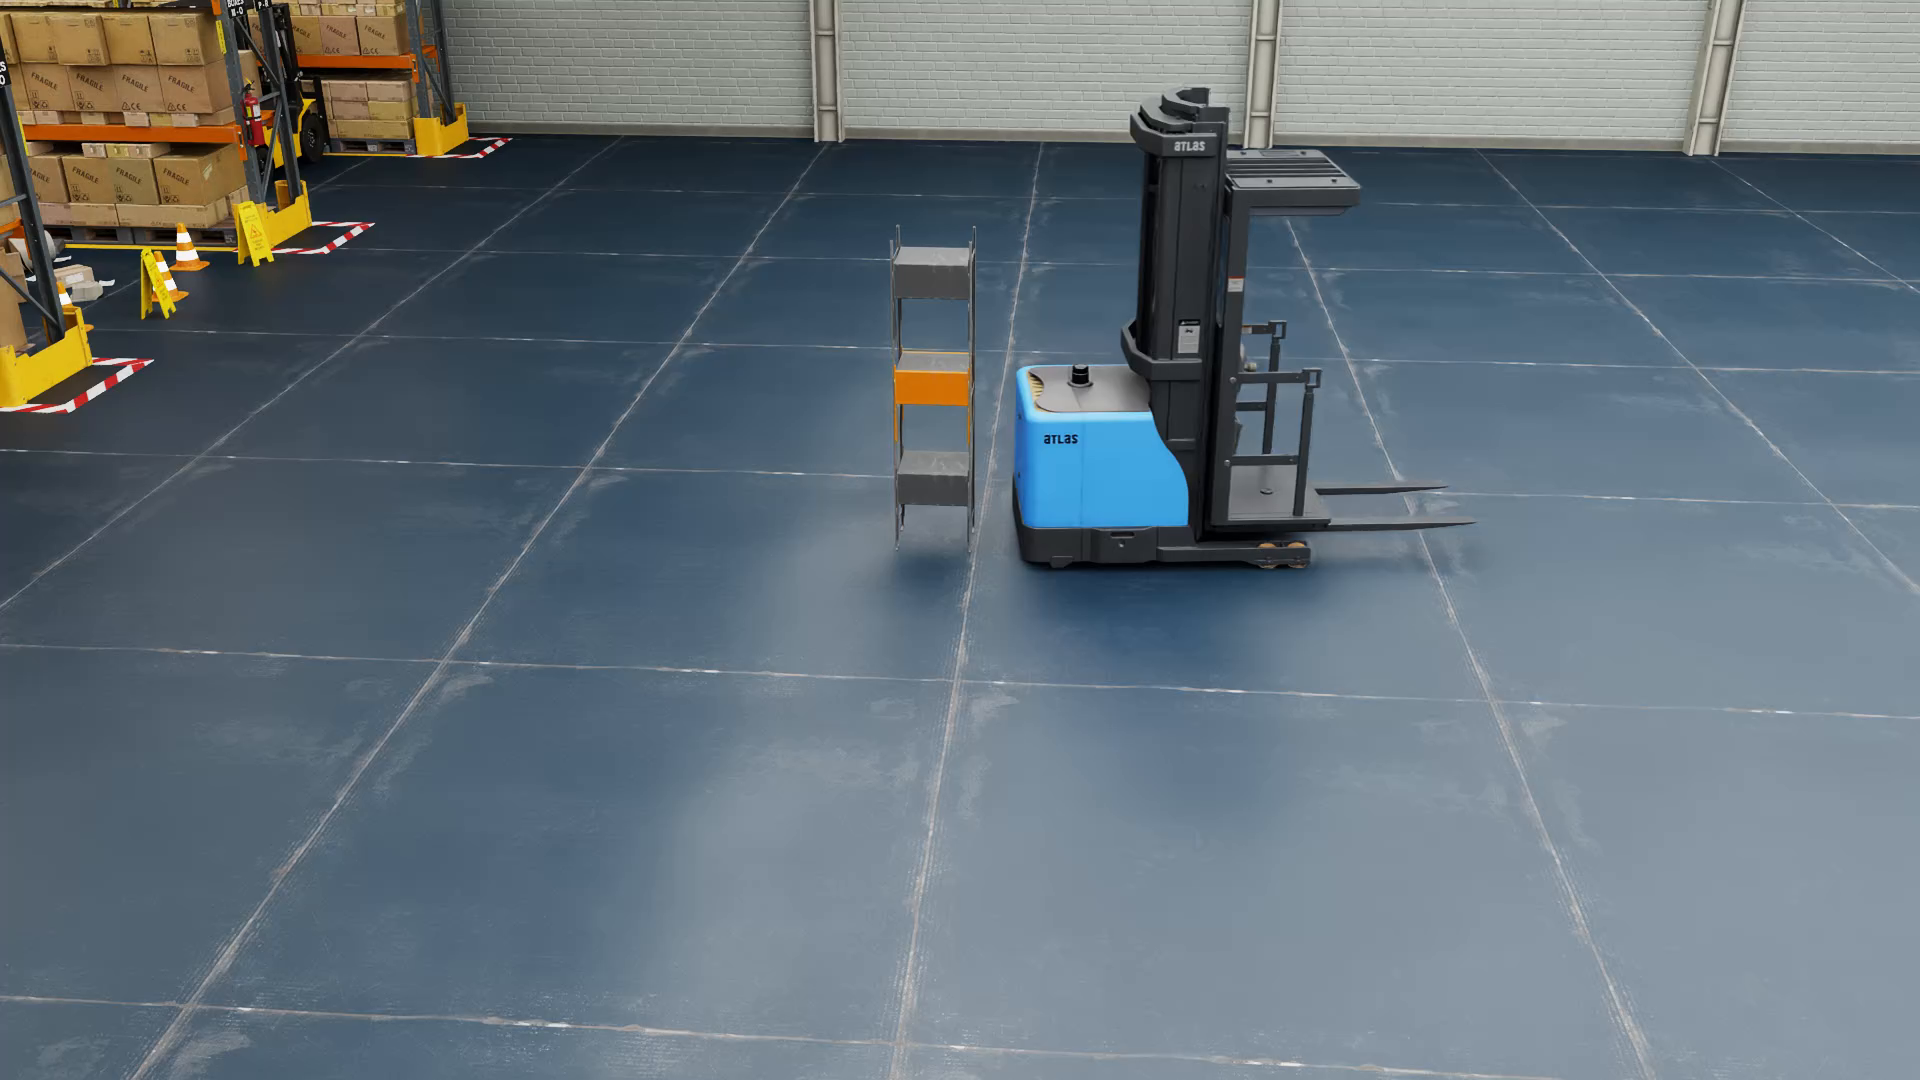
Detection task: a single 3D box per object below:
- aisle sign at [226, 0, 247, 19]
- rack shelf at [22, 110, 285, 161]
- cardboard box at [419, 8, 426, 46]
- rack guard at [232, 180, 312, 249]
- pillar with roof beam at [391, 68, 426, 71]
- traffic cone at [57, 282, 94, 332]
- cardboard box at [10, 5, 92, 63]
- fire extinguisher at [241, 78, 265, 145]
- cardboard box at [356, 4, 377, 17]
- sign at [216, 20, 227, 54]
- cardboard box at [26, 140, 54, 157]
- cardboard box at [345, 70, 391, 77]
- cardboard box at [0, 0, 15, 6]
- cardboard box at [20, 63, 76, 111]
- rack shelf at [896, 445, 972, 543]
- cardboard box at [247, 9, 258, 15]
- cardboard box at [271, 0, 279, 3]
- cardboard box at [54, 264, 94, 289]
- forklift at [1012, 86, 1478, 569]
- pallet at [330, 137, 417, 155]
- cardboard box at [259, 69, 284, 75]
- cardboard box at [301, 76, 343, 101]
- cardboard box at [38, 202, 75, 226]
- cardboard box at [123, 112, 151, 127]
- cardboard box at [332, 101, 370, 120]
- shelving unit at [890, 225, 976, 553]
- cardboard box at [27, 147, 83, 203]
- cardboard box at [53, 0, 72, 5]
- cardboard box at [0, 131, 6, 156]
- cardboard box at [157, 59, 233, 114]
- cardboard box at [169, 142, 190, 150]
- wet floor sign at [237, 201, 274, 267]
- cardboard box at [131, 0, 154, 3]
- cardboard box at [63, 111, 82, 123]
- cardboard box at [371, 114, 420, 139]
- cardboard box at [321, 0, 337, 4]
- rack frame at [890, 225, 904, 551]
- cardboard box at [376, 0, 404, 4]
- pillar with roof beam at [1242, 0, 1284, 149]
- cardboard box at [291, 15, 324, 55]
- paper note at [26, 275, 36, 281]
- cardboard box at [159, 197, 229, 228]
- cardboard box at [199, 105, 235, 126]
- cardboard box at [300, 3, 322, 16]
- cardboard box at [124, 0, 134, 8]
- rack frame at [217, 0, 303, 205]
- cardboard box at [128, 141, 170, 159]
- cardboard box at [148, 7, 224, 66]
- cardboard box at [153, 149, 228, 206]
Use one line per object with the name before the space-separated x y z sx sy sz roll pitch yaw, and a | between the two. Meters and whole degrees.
aisle sign | -7.540 -5.820 17.200 0.004 0.787 0.394 2 25 4
rack shelf | -9.574 -4.499 18.300 4.000 0.370 1.077 2 25 4
cardboard box | -7.676 -7.008 22.772 0.500 0.500 0.500 3 25 6
rack guard | -7.656 -3.629 18.538 0.348 0.500 1.175 2 25 4
pillar with roof beam | -8.159 -8.160 18.218 0.400 9.000 9.100 2 25 4
traffic cone | -8.279 -2.152 15.373 0.334 0.463 0.336 2 25 4
cardboard box | -9.613 -5.389 17.701 0.500 0.500 0.700 2 25 4
fire extinguisher | -7.501 -4.531 17.601 0.183 0.674 0.296 2 25 4
cardboard box | -7.828 -7.061 22.111 0.250 0.149 0.380 2 25 5
sign | -7.643 -5.201 17.201 0.005 0.325 0.100 2 25 4
cardboard box | -10.099 -4.283 18.084 0.250 0.149 0.380 3 25 7
cardboard box | -8.167 -6.335 23.021 0.500 0.250 0.500 2 25 4
cardboard box | -12.826 -7.246 22.513 0.250 0.149 0.380 2 25 4
cardboard box | -9.644 -4.904 17.845 0.500 0.500 0.500 2 25 5
rack shelf | -0.165 -0.311 11.121 0.480 0.518 0.431 2 25 4
cardboard box | -9.354 -7.121 22.242 0.250 0.149 0.380 1 25 3
cardboard box | -9.107 -7.276 22.223 0.250 0.149 0.380 2 25 5
cardboard box | -9.041 -2.667 16.868 0.250 0.149 0.380 16 29 31
forklift | 1.896 -1.364 10.707 3.031 2.935 1.130 -1 25 -2
pallet | -7.969 -5.571 23.105 1.213 0.211 1.003 2 25 4
cardboard box | -9.677 -6.388 23.135 0.500 0.250 0.500 2 25 4
cardboard box | -8.700 -6.137 22.590 0.500 0.250 0.500 2 25 5
cardboard box | -9.938 -3.672 18.428 0.500 0.250 0.500 2 25 3
cardboard box | -8.743 -4.545 17.840 0.250 0.149 0.380 2 25 5
cardboard box | -8.212 -5.905 22.684 0.500 0.250 0.500 2 25 3
shelving unit | -0.165 -0.959 10.823 0.503 2.100 0.431 2 25 4
cardboard box | -9.949 -4.011 18.269 0.500 0.500 0.500 3 25 7
cardboard box | -12.048 -7.248 22.517 0.250 0.149 0.380 2 25 4
cardboard box | -8.225 -3.282 13.323 0.550 0.550 0.875 2 25 4
cardboard box | -8.142 -4.845 17.715 0.500 0.500 0.500 1 25 3
cardboard box | -8.909 -4.201 18.681 0.500 0.500 0.500 1 25 2
wet floor sign | -7.473 -3.240 17.520 0.232 0.644 0.267 11 27 22
cardboard box | -10.897 -7.300 22.275 0.250 0.149 0.380 2 25 5
cardboard box | -9.492 -4.628 18.019 0.250 0.149 0.380 2 25 4
cardboard box | -7.696 -5.656 22.740 0.500 0.250 0.500 2 25 4
cardboard box | -8.331 -7.261 22.189 0.250 0.149 0.380 2 25 4
rack frame | -0.408 -0.967 10.840 0.015 2.100 0.400 2 25 4
cardboard box | -7.577 -7.230 22.122 0.250 0.149 0.380 2 25 4
pillar with roof beam | 3.806 -7.776 17.383 0.400 9.000 9.100 2 25 4
cardboard box | -8.742 -6.819 22.362 0.500 0.500 0.500 1 25 3
paper note | -9.510 -2.698 17.091 0.142 0.019 0.148 11 27 22
cardboard box | -8.431 -3.618 18.311 0.500 0.250 0.500 2 25 4
cardboard box | -7.969 -4.571 17.895 0.250 0.149 0.380 3 25 6
cardboard box | -8.598 -7.096 22.188 0.250 0.149 0.380 1 25 2
cardboard box | -11.526 -7.399 22.847 0.250 0.149 0.380 1 25 3
rack frame | -7.580 -4.762 18.010 0.127 3.000 1.000 2 25 4
cardboard box | -8.770 -4.240 17.989 0.250 0.149 0.380 3 25 6
cardboard box | -8.106 -5.322 17.556 0.500 0.500 0.700 1 25 3
cardboard box | -8.399 -3.961 18.160 0.500 0.500 0.500 2 25 4
